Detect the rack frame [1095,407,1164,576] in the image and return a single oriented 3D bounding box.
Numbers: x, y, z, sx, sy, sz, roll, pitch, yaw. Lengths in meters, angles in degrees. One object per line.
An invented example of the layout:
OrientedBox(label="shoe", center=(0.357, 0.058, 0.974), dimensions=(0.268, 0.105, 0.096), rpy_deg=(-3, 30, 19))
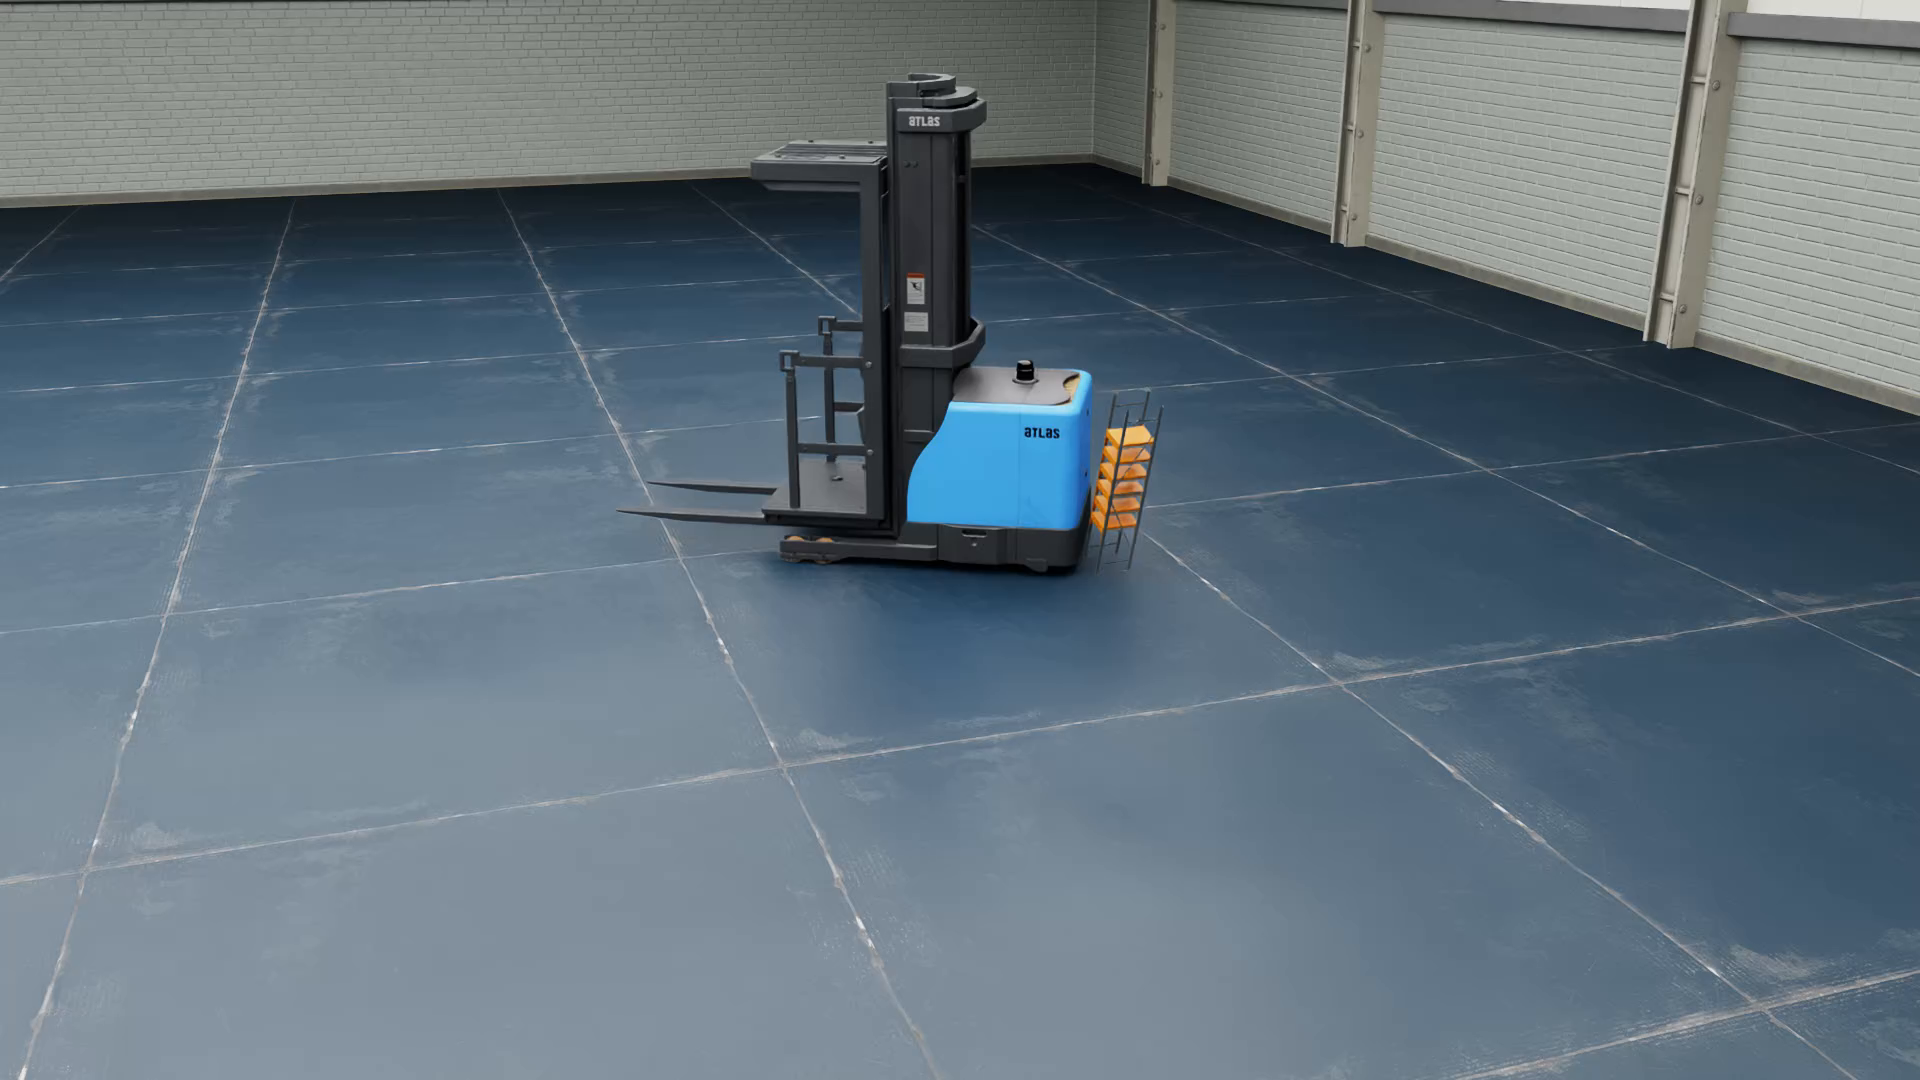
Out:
OrientedBox(label="rack frame", center=(1.009, -0.276, 9.982), dimensions=(0.240, 1.200, 0.006), rpy_deg=(-7, 38, -19))

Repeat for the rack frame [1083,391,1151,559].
OrientedBox(label="rack frame", center=(0.948, -0.382, 10.118), dimensions=(0.240, 1.200, 0.006), rpy_deg=(-7, 38, -19))

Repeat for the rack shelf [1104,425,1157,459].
OrientedBox(label="rack shelf", center=(1.012, -0.583, 9.866), dimensions=(0.258, 0.103, 0.180), rpy_deg=(-7, 38, -19))

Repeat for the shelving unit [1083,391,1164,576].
OrientedBox(label="shelving unit", center=(0.978, -0.329, 10.050), dimensions=(0.258, 1.200, 0.189), rpy_deg=(-7, 38, -19))

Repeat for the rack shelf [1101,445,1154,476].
OrientedBox(label="rack shelf", center=(0.999, -0.486, 9.936), dimensions=(0.258, 0.103, 0.180), rpy_deg=(-7, 38, -19))

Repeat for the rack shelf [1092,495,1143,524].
OrientedBox(label="rack shelf", center=(0.961, -0.197, 10.146), dimensions=(0.258, 0.103, 0.180), rpy_deg=(-7, 38, -19))

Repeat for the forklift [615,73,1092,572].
OrientedBox(label="forklift", center=(-0.694, -1.397, 10.470), dimensions=(3.031, 2.935, 1.130), rpy_deg=(3, 20, 8))

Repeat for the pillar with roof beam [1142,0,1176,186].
OrientedBox(label="pillar with roof beam", center=(-0.916, -9.556, 24.209), dimensions=(9.100, 9.000, 0.400), rpy_deg=(-6, 21, -17))

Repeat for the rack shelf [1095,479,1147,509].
OrientedBox(label="rack shelf", center=(0.974, -0.293, 10.076), dimensions=(0.258, 0.103, 0.180), rpy_deg=(-7, 38, -19))

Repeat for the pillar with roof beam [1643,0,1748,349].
OrientedBox(label="pillar with roof beam", center=(2.856, -5.705, 13.488), dimensions=(9.100, 9.000, 0.400), rpy_deg=(-6, 21, -17))

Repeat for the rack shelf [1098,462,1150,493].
OrientedBox(label="rack shelf", center=(0.986, -0.390, 10.006), dimensions=(0.258, 0.103, 0.180), rpy_deg=(-7, 38, -19))

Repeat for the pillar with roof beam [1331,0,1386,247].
OrientedBox(label="pillar with roof beam", center=(0.970, -7.630, 18.848), dimensions=(9.100, 9.000, 0.400), rpy_deg=(-6, 21, -17))

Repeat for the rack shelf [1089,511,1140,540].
OrientedBox(label="rack shelf", center=(0.948, -0.100, 10.216), dimensions=(0.258, 0.103, 0.180), rpy_deg=(-7, 38, -19))
